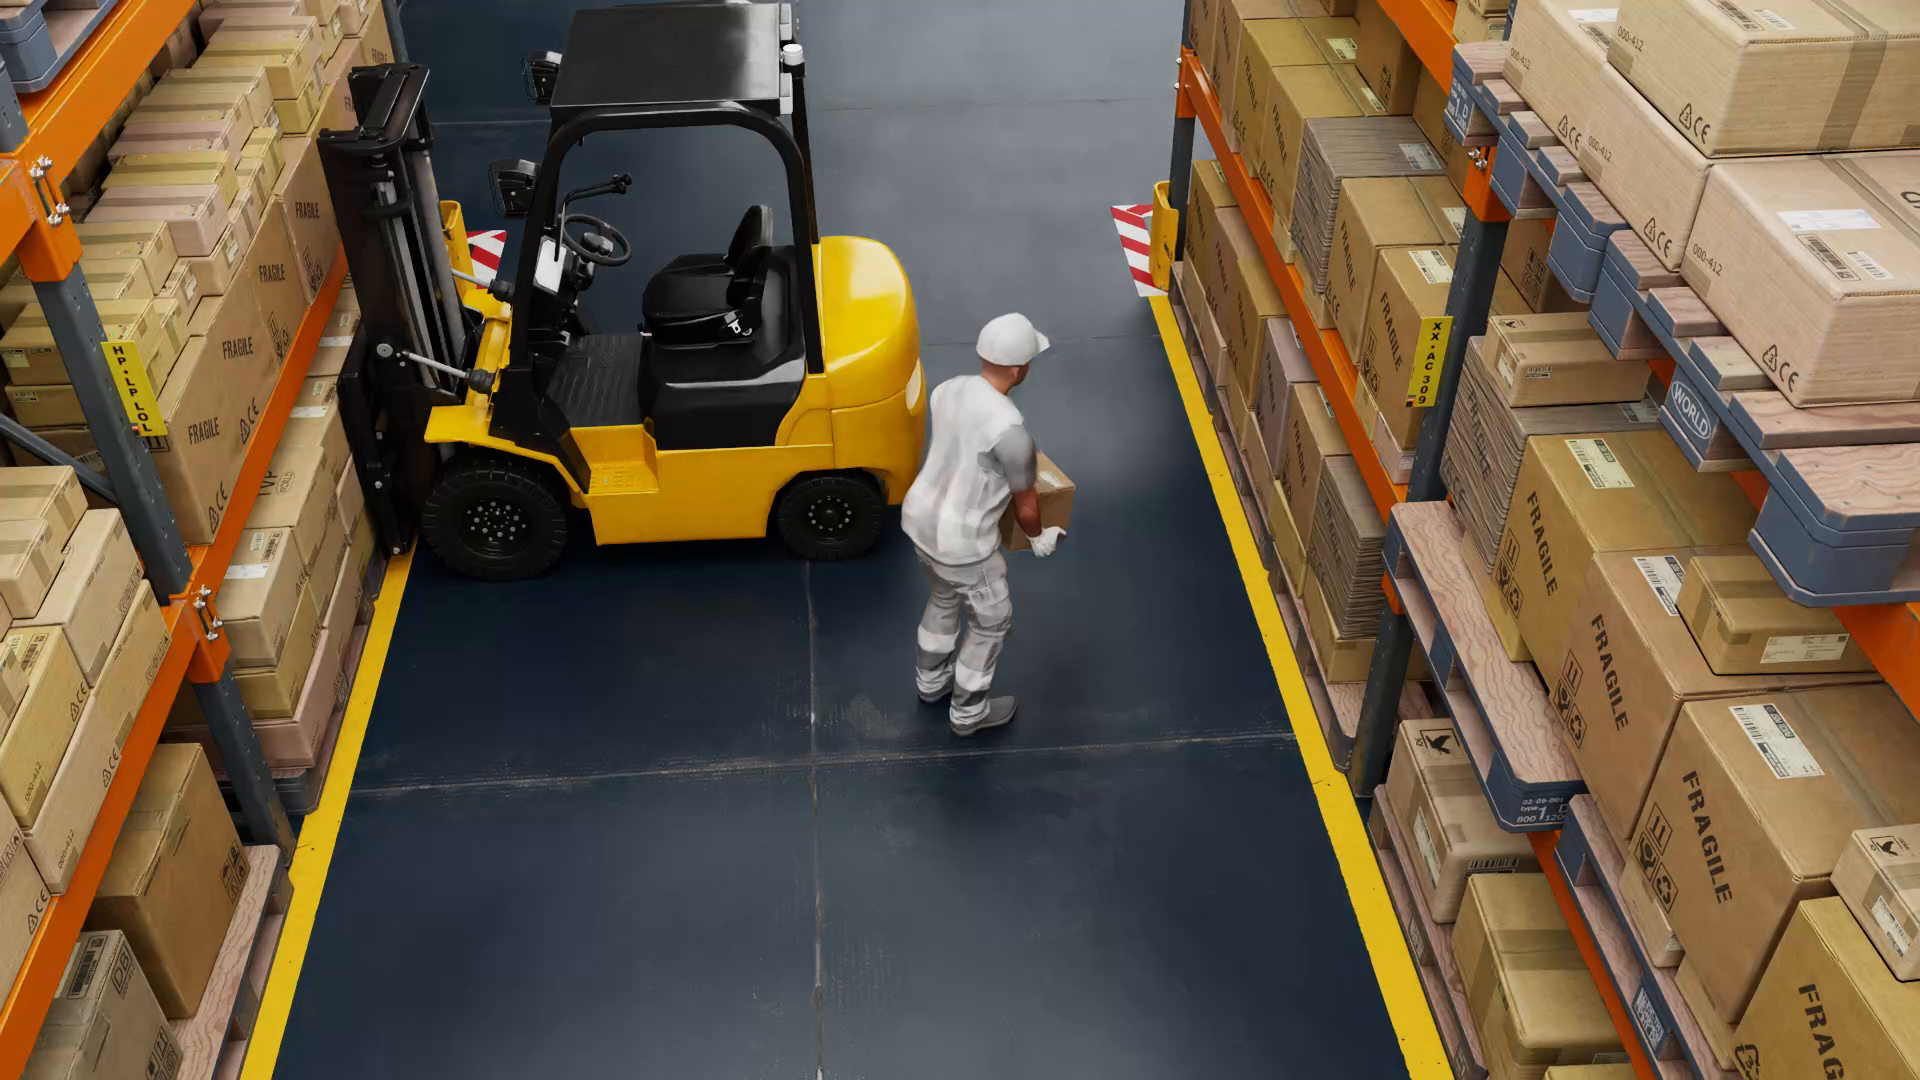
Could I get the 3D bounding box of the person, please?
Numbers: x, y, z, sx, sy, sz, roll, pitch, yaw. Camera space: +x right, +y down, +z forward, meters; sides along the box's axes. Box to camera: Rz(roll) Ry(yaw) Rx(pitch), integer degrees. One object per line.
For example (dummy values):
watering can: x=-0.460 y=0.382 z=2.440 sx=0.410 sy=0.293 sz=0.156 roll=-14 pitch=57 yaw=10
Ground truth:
person: x=0.084 y=-0.052 z=6.248 sx=0.615 sy=1.726 sz=0.496 roll=-24 pitch=44 yaw=-27
